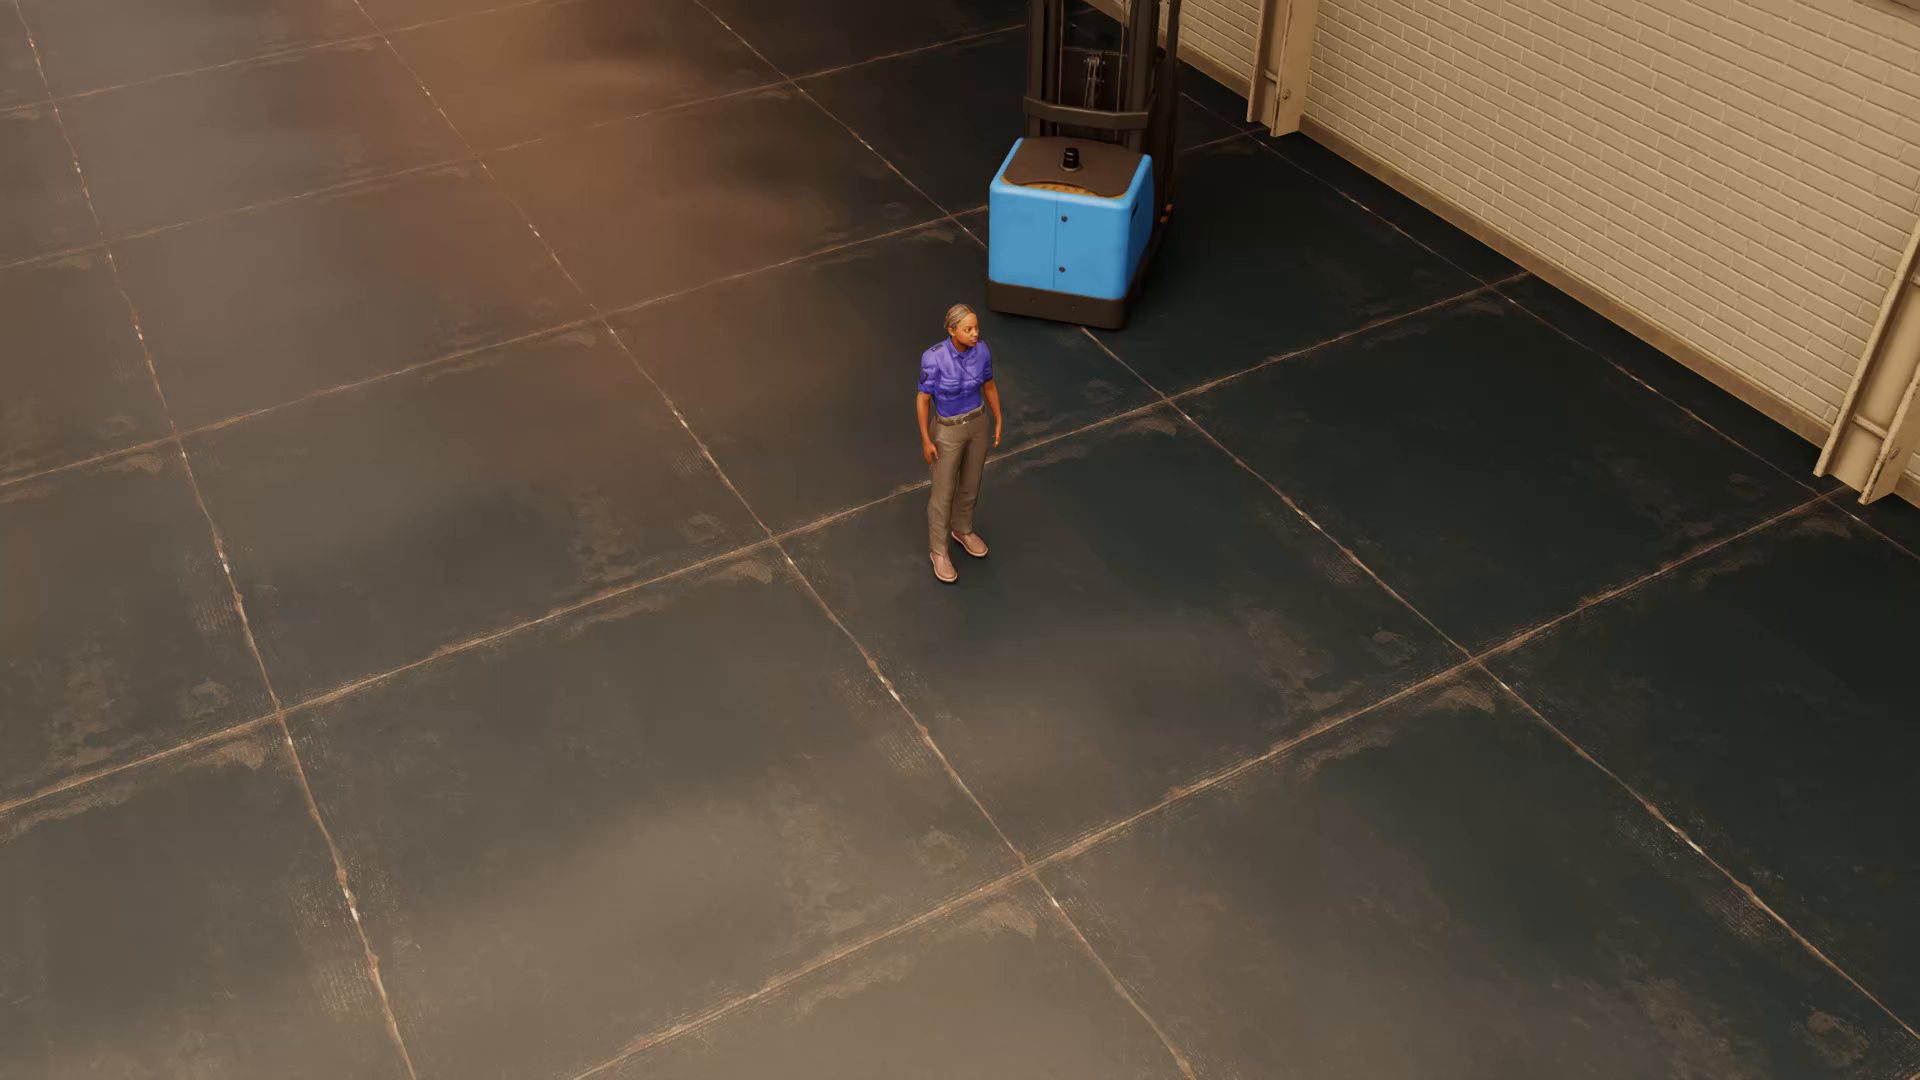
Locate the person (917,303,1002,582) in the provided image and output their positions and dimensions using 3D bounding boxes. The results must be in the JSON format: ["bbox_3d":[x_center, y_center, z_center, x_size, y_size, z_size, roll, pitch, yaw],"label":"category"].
[{"bbox_3d":[0.027,-0.587,9.734,0.570,1.654,0.504,-20,44,-23],"label":"person"}]

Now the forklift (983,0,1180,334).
[{"bbox_3d":[1.082,-3.564,12.333,1.130,2.935,3.031,11,41,13],"label":"forklift"}]
